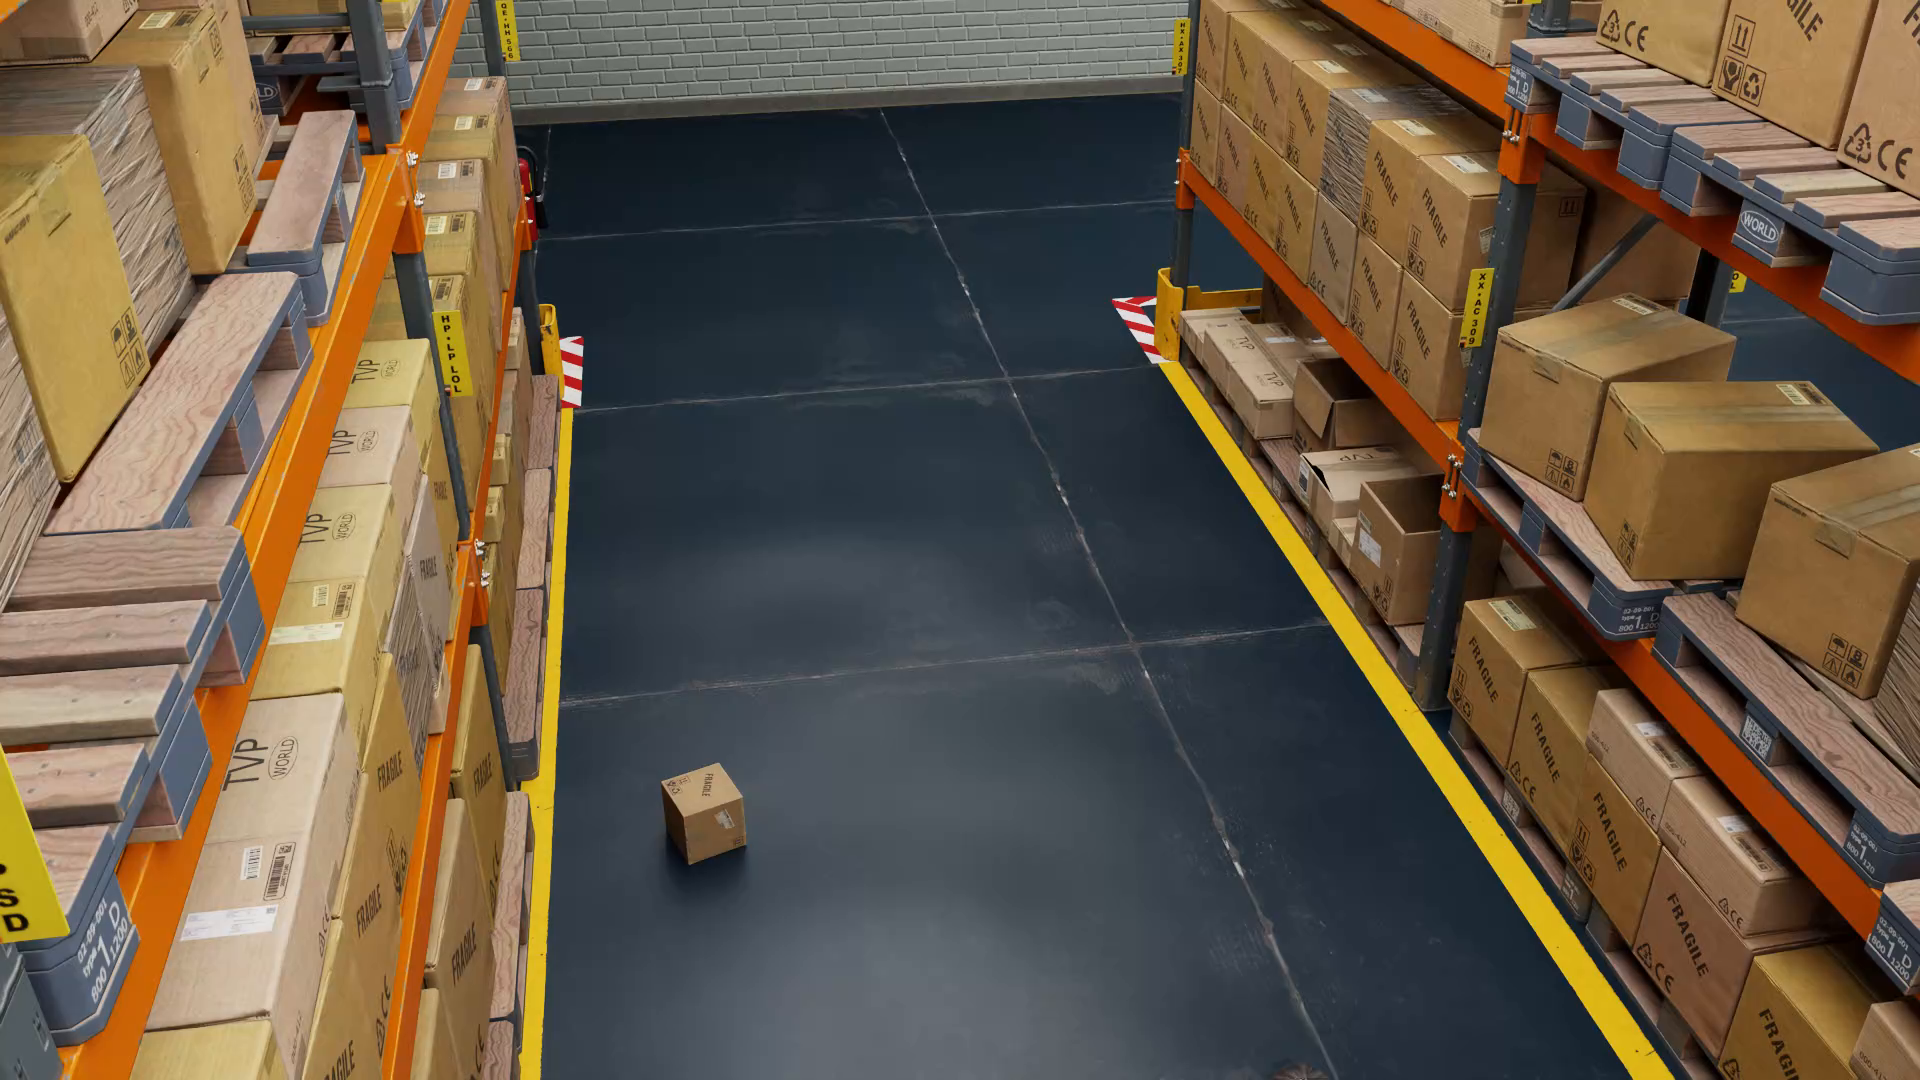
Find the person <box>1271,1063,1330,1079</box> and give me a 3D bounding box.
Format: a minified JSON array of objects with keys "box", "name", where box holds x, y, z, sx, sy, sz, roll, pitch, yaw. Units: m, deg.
[{"box":[0.753,1.855,3.996,0.490,1.637,0.540,-11,33,-17],"name":"person"}]
